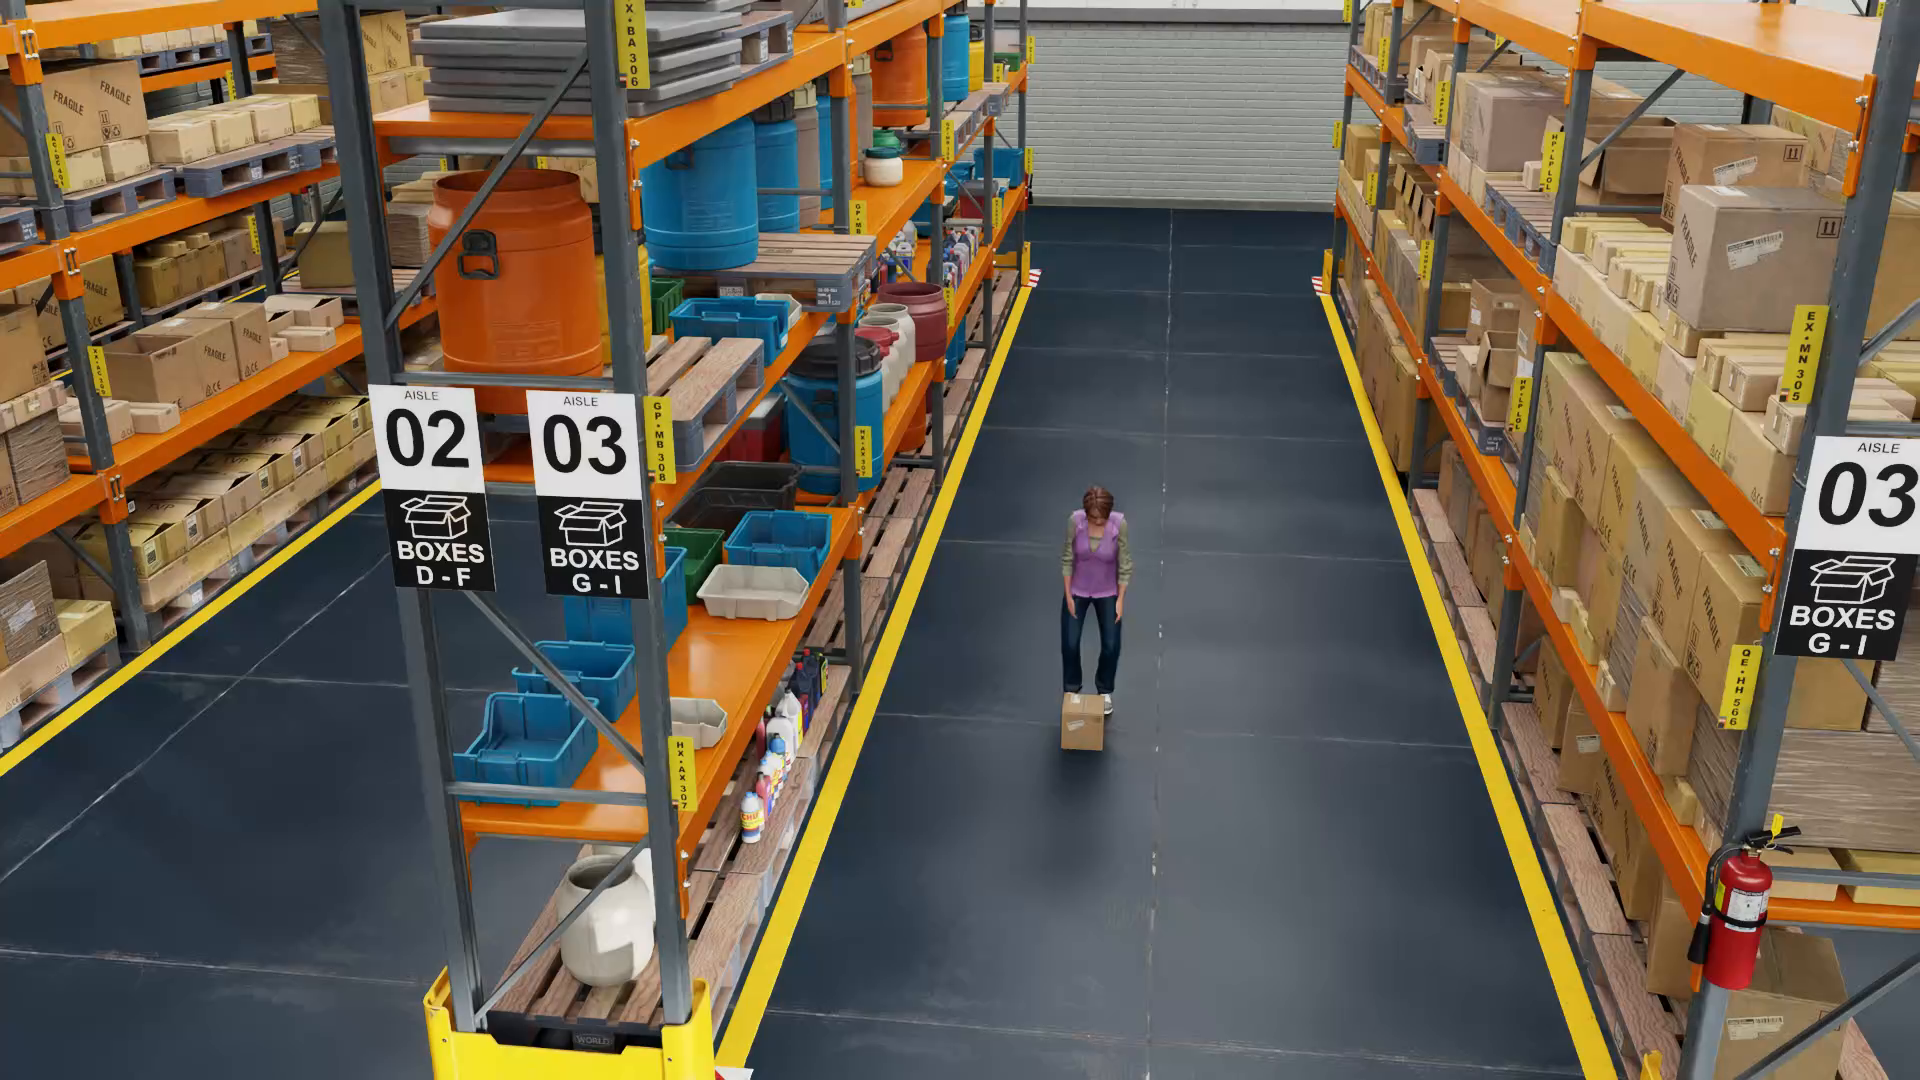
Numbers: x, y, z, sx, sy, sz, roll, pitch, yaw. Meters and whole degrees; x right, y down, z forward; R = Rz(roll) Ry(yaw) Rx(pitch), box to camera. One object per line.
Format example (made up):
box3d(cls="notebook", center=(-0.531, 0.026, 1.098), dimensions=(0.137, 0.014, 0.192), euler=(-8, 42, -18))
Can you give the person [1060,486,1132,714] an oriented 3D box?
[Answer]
box3d(cls="person", center=(0.842, 0.362, 10.313), dimensions=(0.437, 1.511, 0.436), euler=(3, 22, 8))
